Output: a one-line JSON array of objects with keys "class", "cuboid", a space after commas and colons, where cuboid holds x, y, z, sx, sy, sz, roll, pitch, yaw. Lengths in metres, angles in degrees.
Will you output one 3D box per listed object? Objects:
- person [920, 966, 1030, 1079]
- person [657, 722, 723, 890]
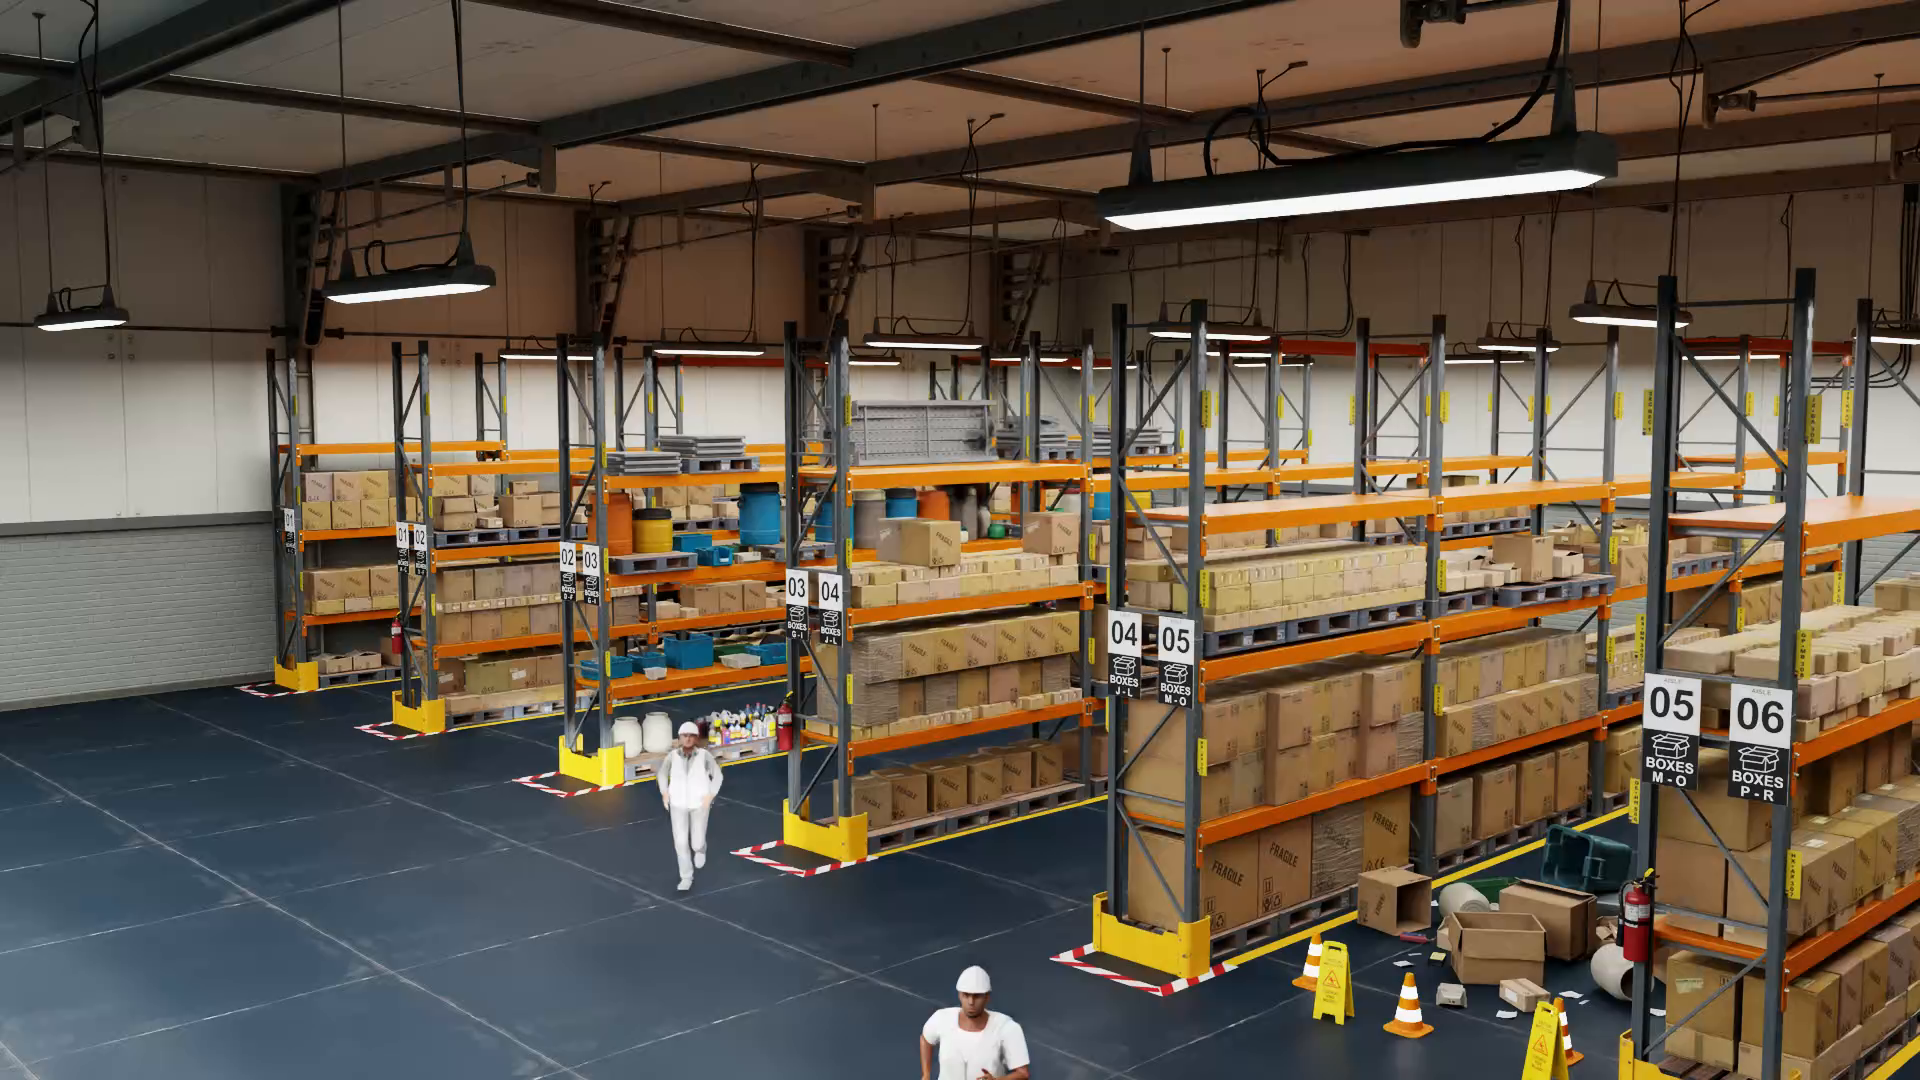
[{"class": "person", "cuboid": [0.075, 3.415, 9.853, 0.686, 1.802, 0.876, 0, 5, 5]}, {"class": "person", "cuboid": [-2.861, 2.775, 17.622, 0.691, 1.733, 0.733, 0, 5, -4]}]
